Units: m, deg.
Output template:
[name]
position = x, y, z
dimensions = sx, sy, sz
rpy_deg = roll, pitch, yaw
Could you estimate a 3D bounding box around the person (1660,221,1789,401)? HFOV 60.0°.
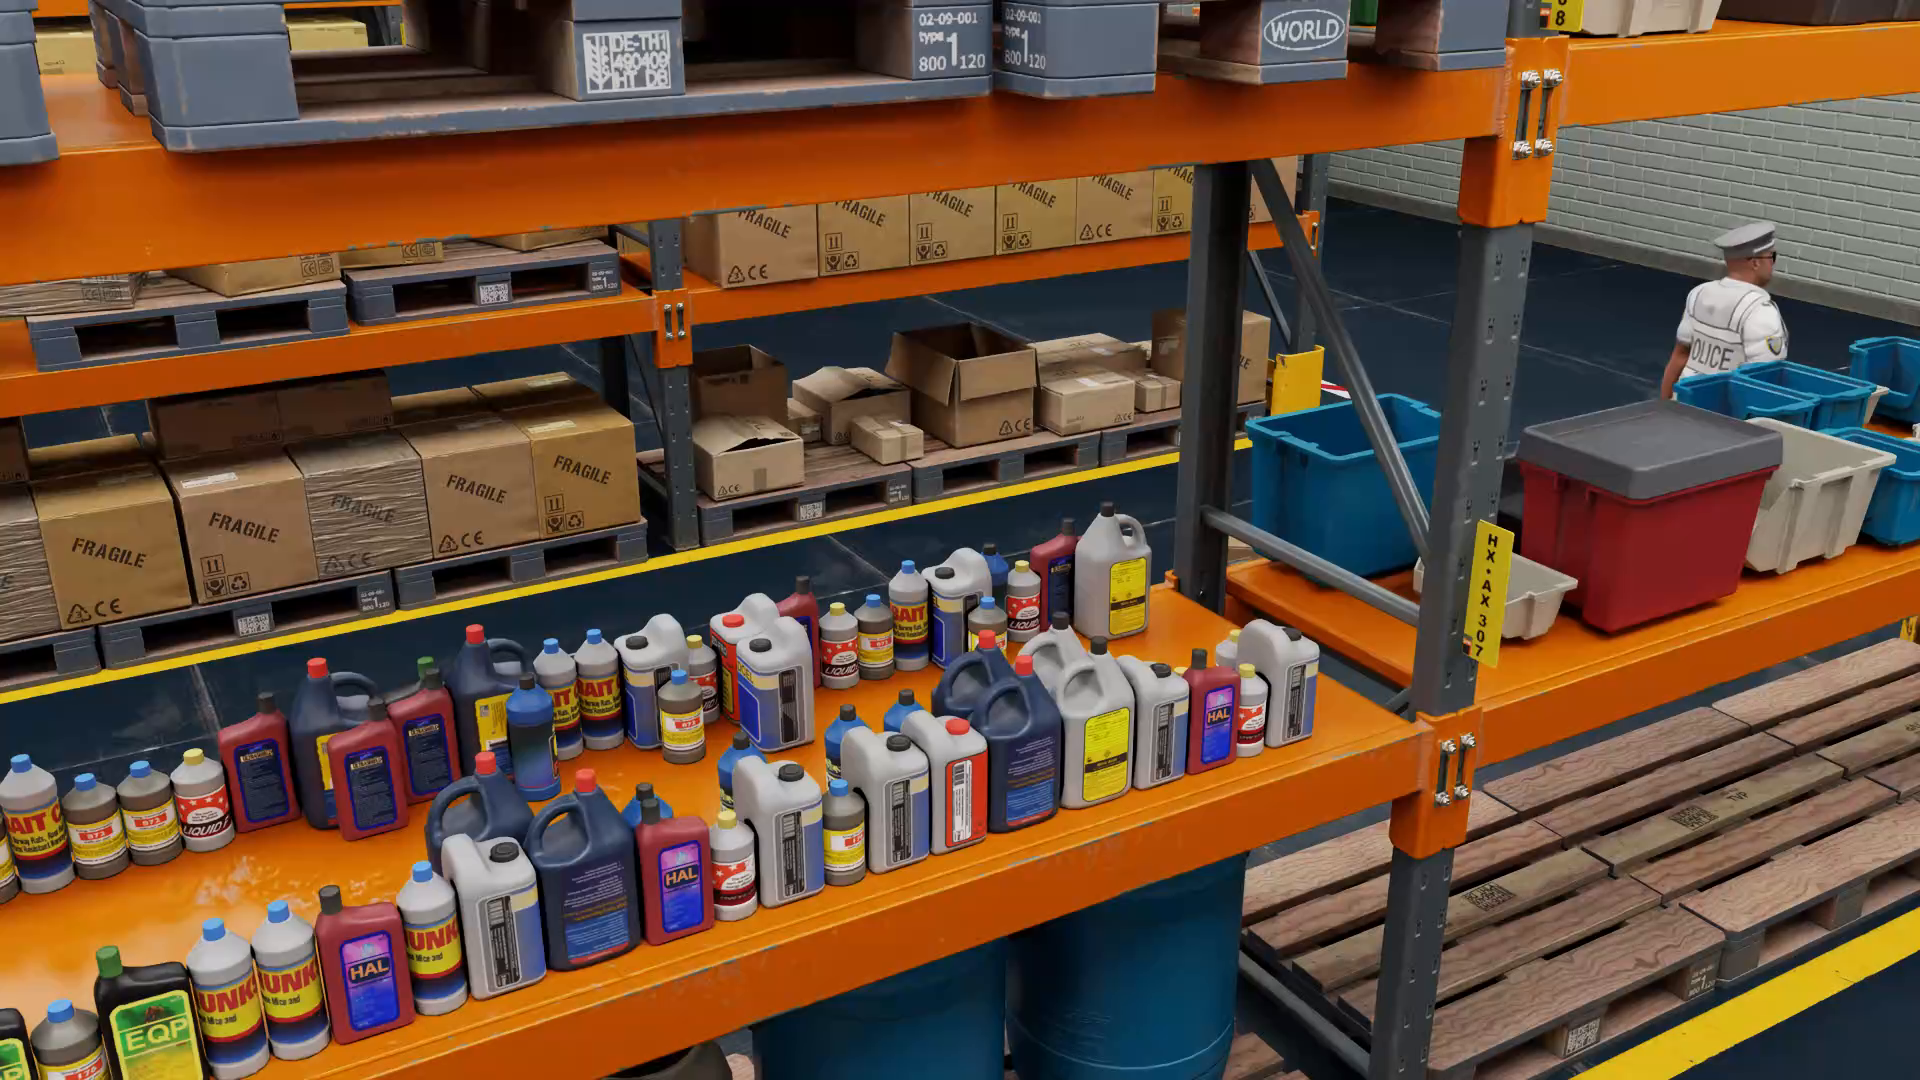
[person]
position = 3.507, -0.594, 7.545
dimensions = 1.090, 1.701, 0.595
rpy_deg = -3, 22, -7
